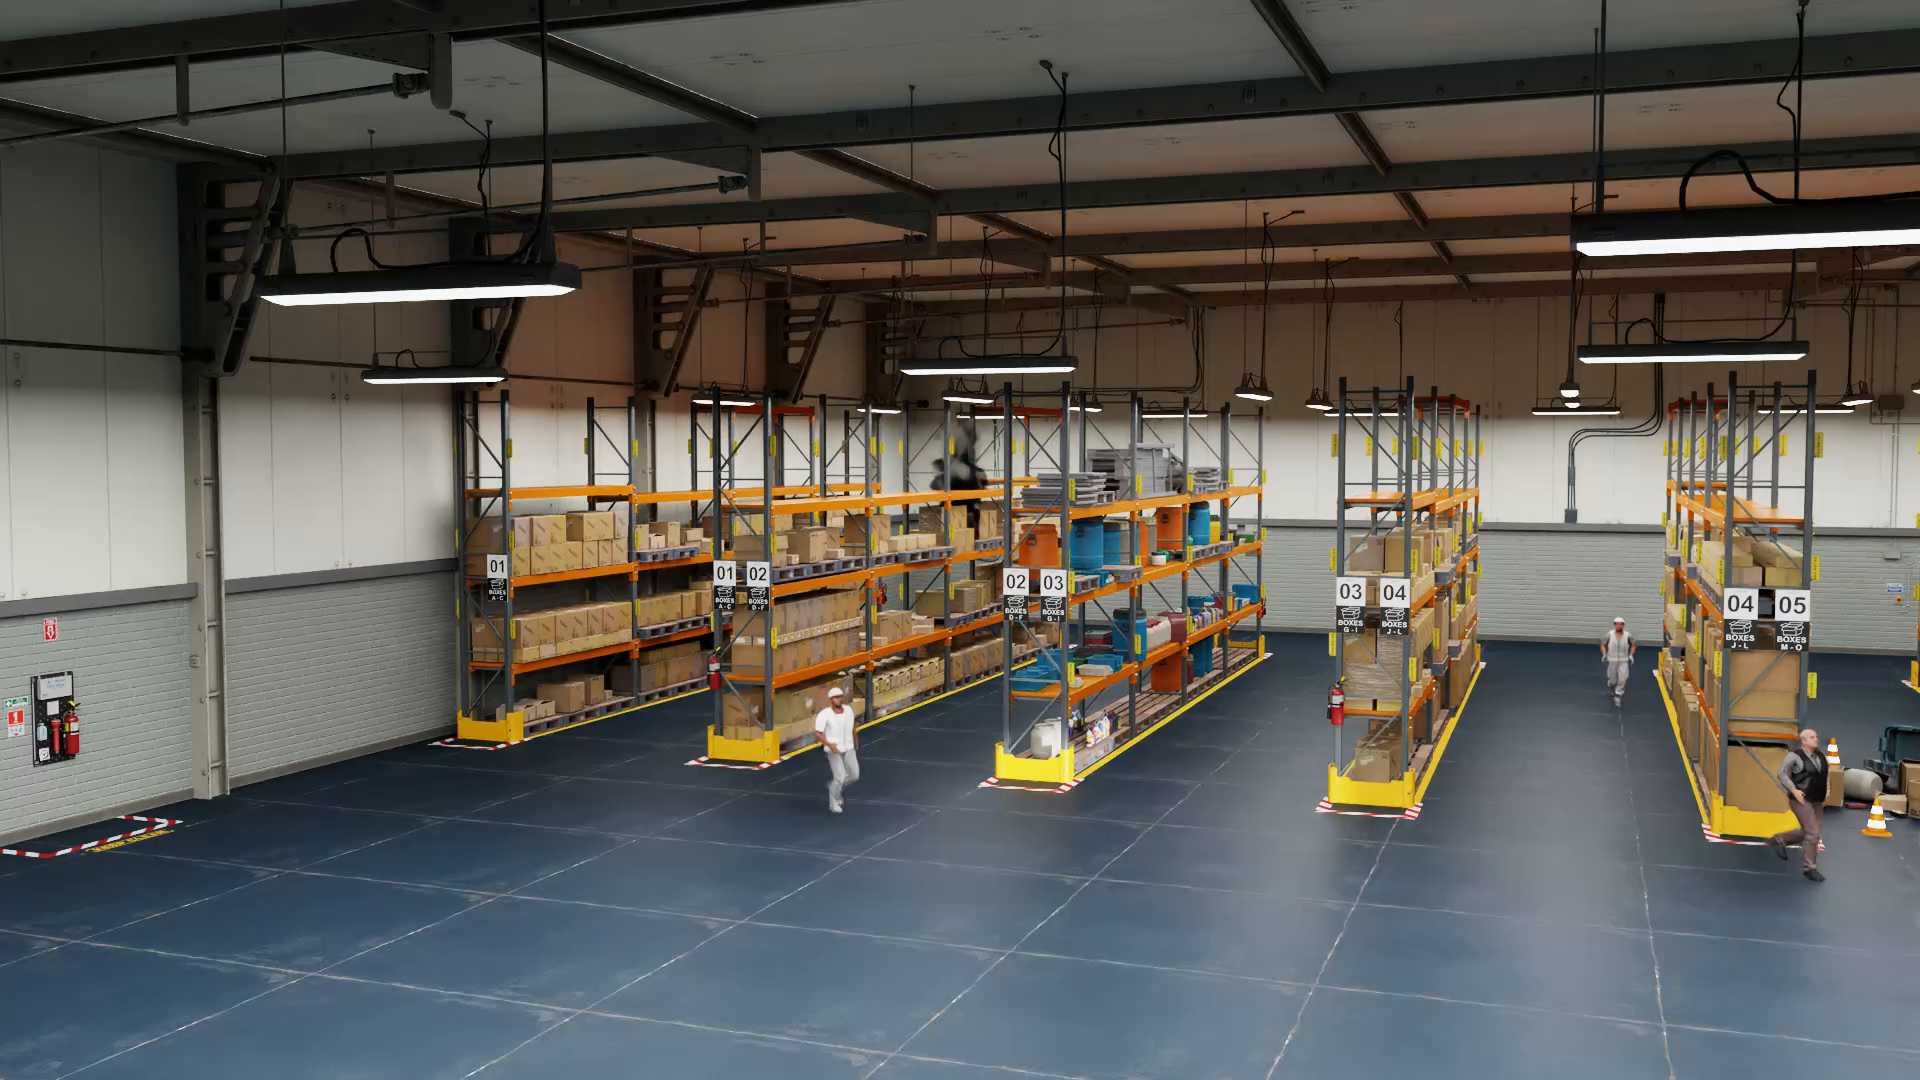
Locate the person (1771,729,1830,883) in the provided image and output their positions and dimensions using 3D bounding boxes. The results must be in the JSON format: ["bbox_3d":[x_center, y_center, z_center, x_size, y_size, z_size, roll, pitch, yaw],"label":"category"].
[{"bbox_3d":[9.901,3.070,19.539,0.675,1.732,0.809,-1,3,-20],"label":"person"}]

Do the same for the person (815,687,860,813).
[{"bbox_3d":[-1.643,2.883,22.844,0.708,1.723,0.517,-2,4,-37],"label":"person"}]

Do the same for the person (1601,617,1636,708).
[{"bbox_3d":[12.814,2.358,32.362,0.646,1.741,0.702,1,3,18],"label":"person"}]
